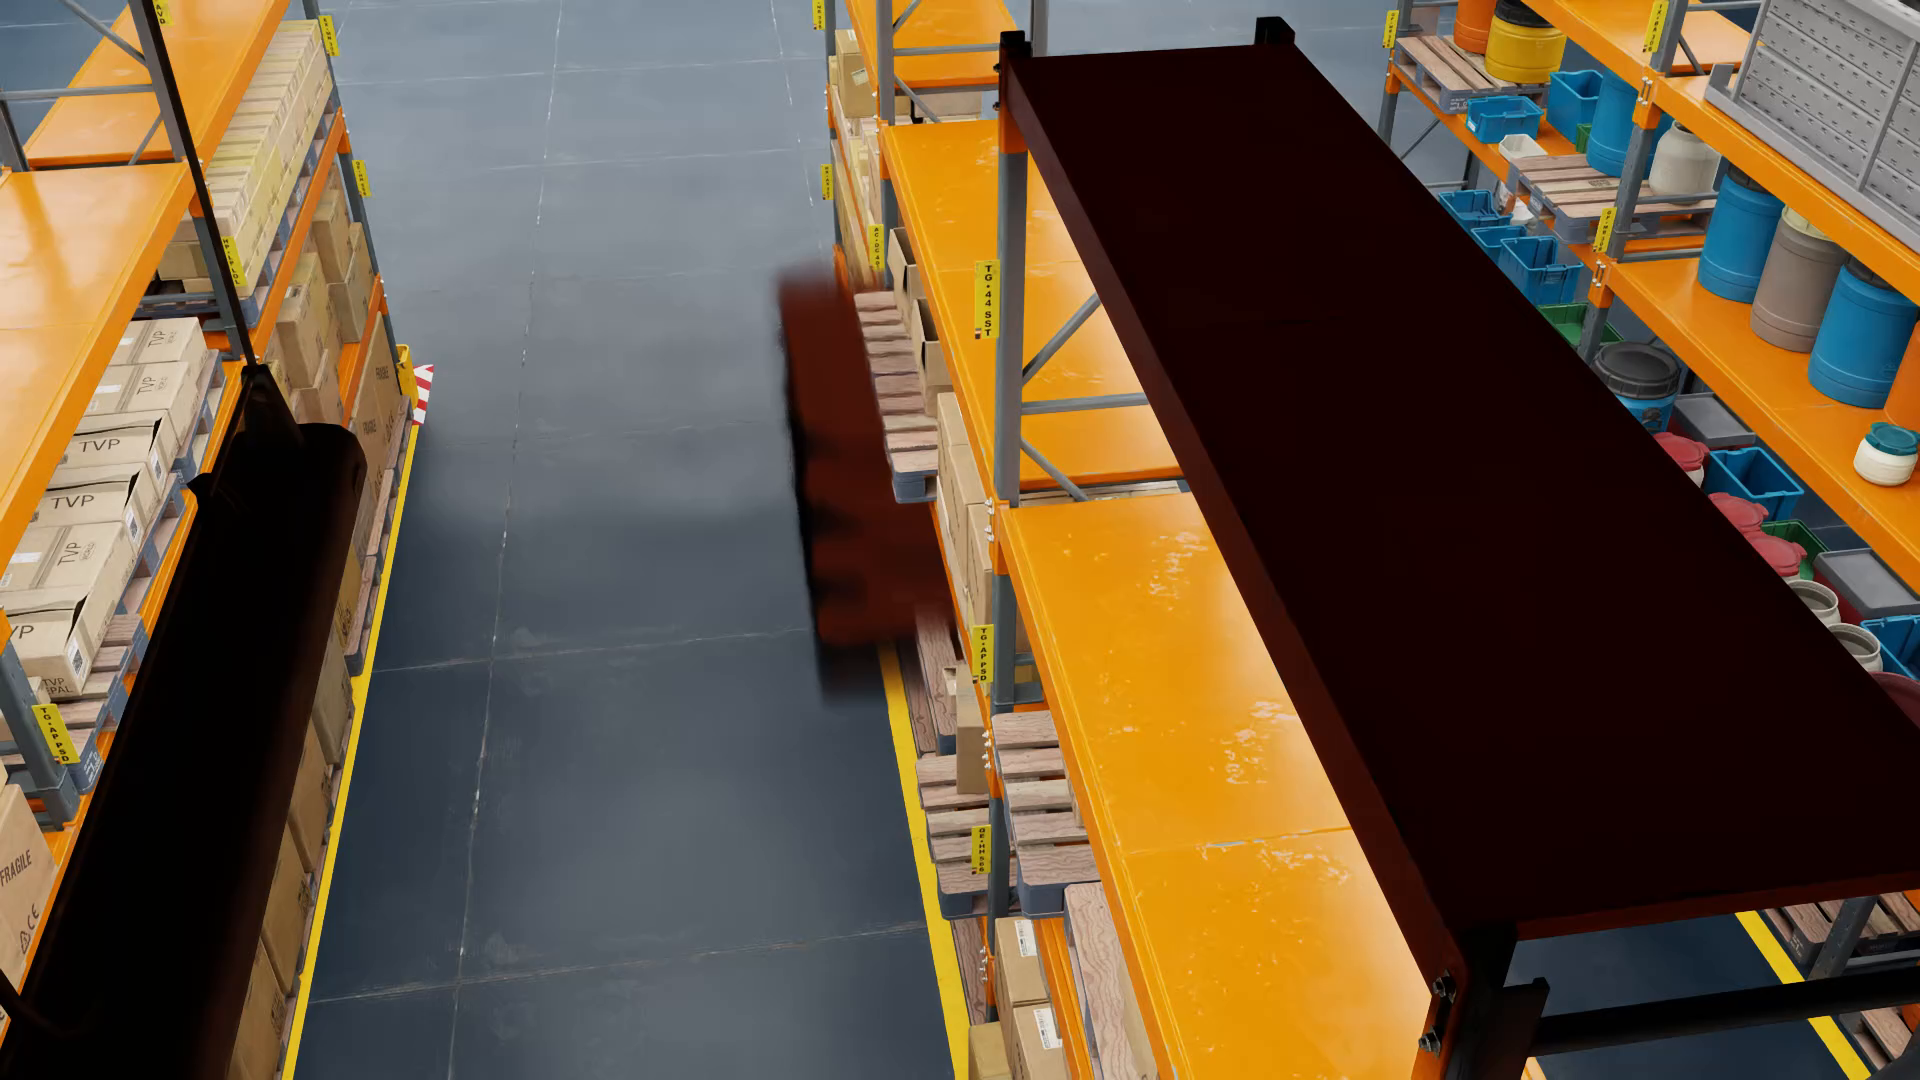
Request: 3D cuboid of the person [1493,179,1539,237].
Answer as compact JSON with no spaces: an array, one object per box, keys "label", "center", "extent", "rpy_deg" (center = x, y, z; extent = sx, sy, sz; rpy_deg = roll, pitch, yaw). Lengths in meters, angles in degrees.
[{"label":"person","center":[5.477,-3.228,16.456],"extent":[0.499,1.666,0.586],"rpy_deg":[-21,41,-26]}]
